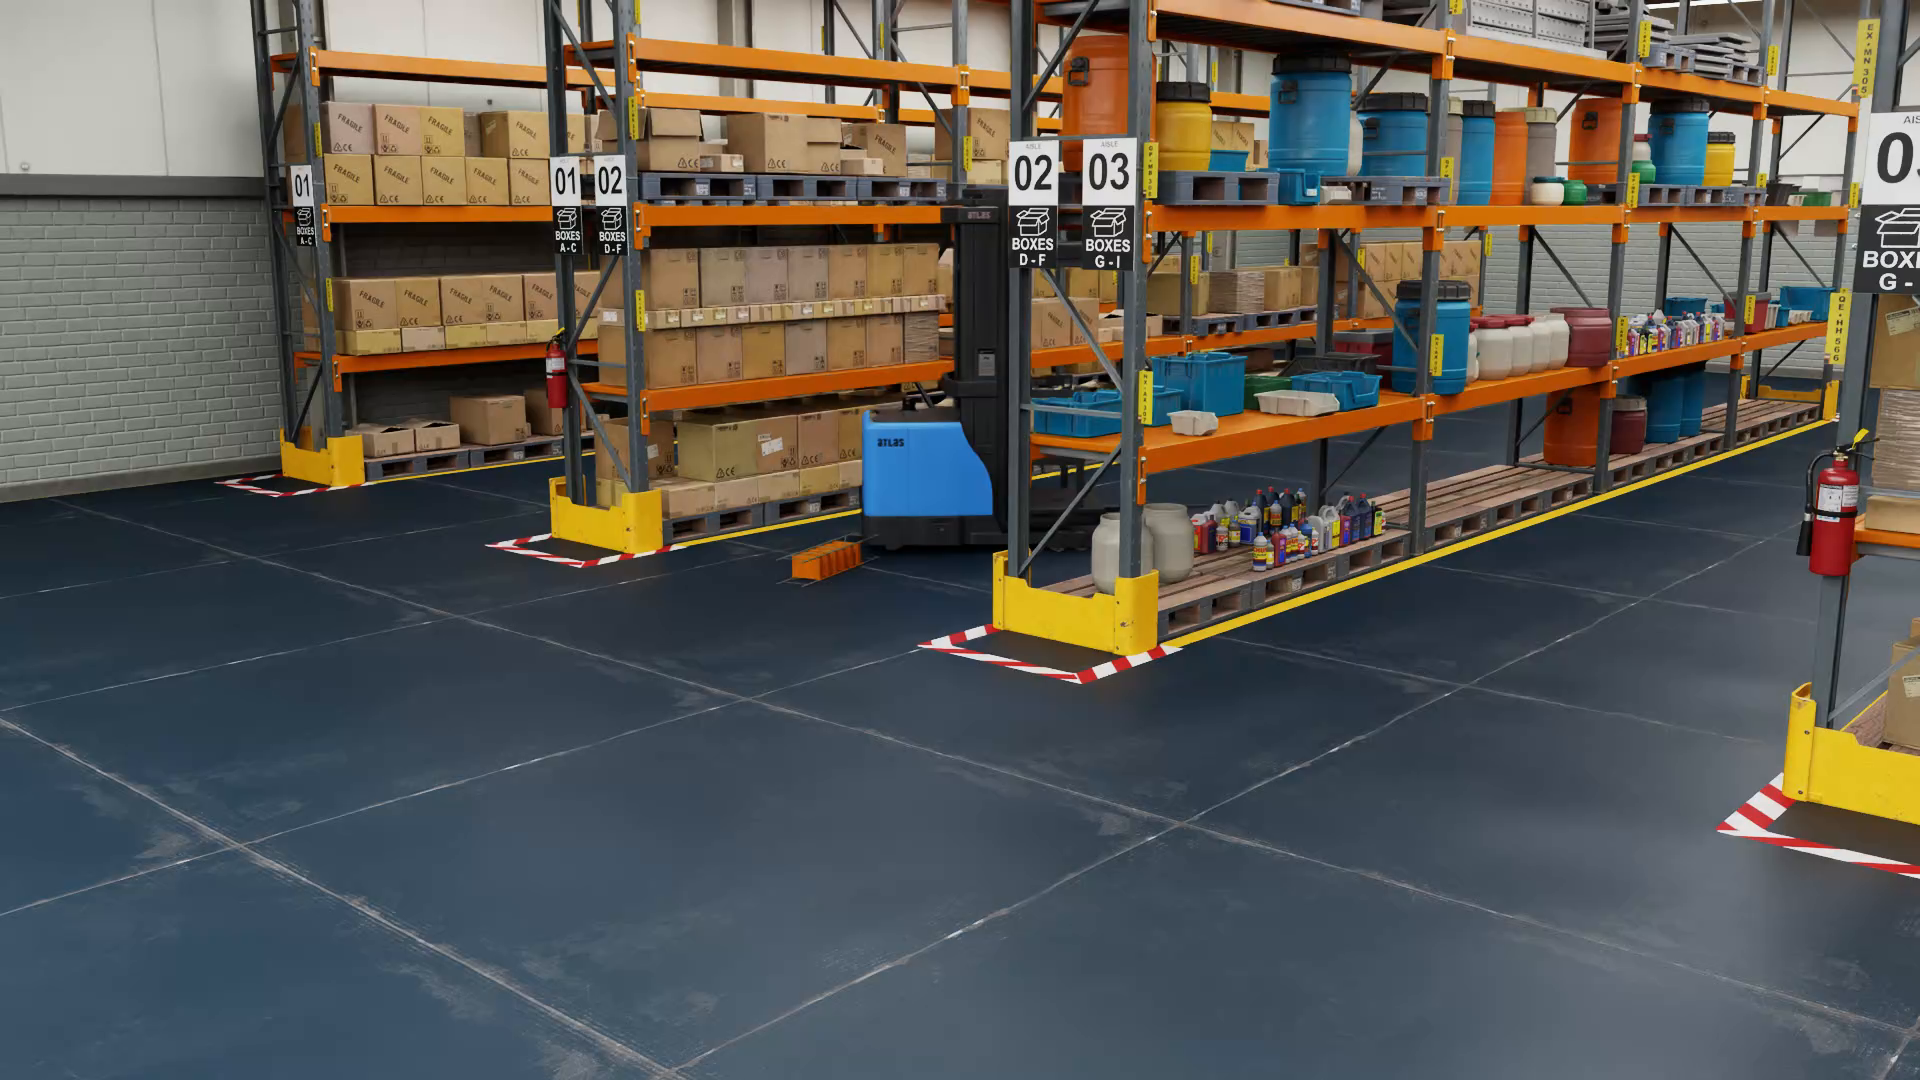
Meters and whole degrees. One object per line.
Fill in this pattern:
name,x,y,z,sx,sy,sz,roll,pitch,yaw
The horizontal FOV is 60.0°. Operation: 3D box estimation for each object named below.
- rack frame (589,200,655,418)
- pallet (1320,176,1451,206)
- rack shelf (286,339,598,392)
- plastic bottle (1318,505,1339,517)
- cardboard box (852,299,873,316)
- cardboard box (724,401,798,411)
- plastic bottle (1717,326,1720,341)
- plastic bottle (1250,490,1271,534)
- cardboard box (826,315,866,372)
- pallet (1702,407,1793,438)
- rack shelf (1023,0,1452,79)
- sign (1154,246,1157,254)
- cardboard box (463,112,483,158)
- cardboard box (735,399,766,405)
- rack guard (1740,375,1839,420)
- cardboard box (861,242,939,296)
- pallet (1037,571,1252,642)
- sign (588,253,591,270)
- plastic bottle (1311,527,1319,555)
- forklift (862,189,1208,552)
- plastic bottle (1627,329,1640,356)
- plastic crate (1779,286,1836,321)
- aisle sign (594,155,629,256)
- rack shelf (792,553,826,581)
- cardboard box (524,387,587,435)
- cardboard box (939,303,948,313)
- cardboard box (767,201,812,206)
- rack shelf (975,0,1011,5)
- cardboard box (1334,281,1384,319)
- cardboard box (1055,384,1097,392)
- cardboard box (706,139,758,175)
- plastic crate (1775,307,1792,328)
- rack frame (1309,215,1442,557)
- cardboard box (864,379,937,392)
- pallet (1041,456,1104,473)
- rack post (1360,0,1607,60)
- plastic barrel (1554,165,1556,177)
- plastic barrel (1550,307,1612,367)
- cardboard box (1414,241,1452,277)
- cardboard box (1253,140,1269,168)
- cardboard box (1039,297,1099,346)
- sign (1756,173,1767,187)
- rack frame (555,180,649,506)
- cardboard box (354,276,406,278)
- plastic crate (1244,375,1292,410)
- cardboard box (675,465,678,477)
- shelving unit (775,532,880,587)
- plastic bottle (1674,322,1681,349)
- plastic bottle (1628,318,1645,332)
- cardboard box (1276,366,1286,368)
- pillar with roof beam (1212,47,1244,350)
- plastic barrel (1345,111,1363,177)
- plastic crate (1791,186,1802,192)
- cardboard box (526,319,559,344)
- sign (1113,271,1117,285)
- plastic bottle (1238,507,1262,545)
rack frame,-4.068,-2.685,19.994,1.000,3.000,0.127,10,15,40
pallet,2.971,-2.663,12.711,1.213,0.211,1.003,10,15,40
rack shelf,-5.388,-2.038,18.591,1.077,0.370,4.000,10,15,40
plastic bottle,2.910,-0.139,13.080,0.152,0.276,0.135,10,15,40
cardboard box,-1.036,-2.195,15.630,0.380,0.149,0.250,10,15,40
cardboard box,-1.875,-1.021,15.700,0.500,0.500,0.500,10,15,40
plastic bottle,8.581,-2.363,18.891,0.097,0.201,0.097,0,11,0
plastic bottle,2.405,-0.228,13.333,0.144,0.351,0.185,9,14,38
cardboard box,-1.310,-1.876,15.690,0.700,0.500,0.500,10,15,41
pallet,9.916,-1.507,21.217,1.003,0.211,1.213,10,15,40
rack shelf,2.053,-3.503,11.630,1.077,0.370,4.000,10,15,40
sign,3.440,-4.986,29.105,0.100,0.325,0.005,10,15,40
cardboard box,-5.589,-4.438,18.255,0.500,0.500,0.500,10,15,40
cardboard box,-2.924,-1.937,21.512,0.700,0.500,0.500,10,15,41
rack guard,11.301,-1.949,22.692,1.175,0.500,0.348,10,15,40
cardboard box,-0.633,-2.664,16.323,0.700,0.500,0.500,10,15,41
pallet,1.288,0.416,11.589,1.003,0.211,1.213,10,15,40
sign,-4.487,-3.324,20.237,0.100,0.325,0.005,10,15,40
plastic bottle,2.658,0.005,12.550,0.097,0.201,0.097,0,11,0
forklift,0.687,-1.443,13.953,3.031,2.935,1.130,-1,11,-4
plastic bottle,6.848,-2.021,16.990,0.152,0.276,0.135,10,15,40
plastic crate,11.214,-3.143,22.044,0.616,0.435,0.499,10,15,40
aisle sign,-2.798,-2.682,13.343,0.394,0.787,0.004,10,15,40
rack shelf,-1.156,0.201,12.710,0.258,0.180,0.103,5,12,25
cardboard box,-4.723,-1.517,19.406,0.500,0.500,0.500,8,14,36
cardboard box,-0.386,-3.335,23.839,0.380,0.149,0.250,10,15,42
cardboard box,-2.353,-4.626,21.740,0.637,0.503,0.797,-10,15,-40
rack shelf,-0.108,-7.786,23.571,1.077,0.370,4.000,10,15,40
cardboard box,5.477,-3.311,22.873,0.500,0.500,0.500,10,15,42
cardboard box,1.389,-1.648,19.322,0.500,0.311,0.500,9,15,39
cardboard box,-2.056,-3.443,14.933,0.500,0.311,0.500,-10,15,-41
plastic crate,10.132,-2.781,20.752,0.416,0.233,0.300,10,15,40
rack frame,3.374,-1.404,13.581,1.000,3.000,0.127,10,15,40
cardboard box,-0.844,-2.516,23.567,0.750,0.750,0.750,10,15,40
pallet,0.918,-0.971,18.534,1.003,0.211,1.213,10,15,40
rack post,4.609,-4.745,14.480,1.013,1.000,3.121,10,15,40
plastic barrel,5.579,-3.512,16.192,0.421,0.512,0.421,0,11,0
plastic barrel,5.935,-1.952,15.976,0.600,0.536,0.708,10,15,40
cardboard box,6.818,-4.097,24.259,0.500,0.500,0.500,10,15,42
cardboard box,3.670,-4.736,21.021,0.600,0.600,0.600,9,14,38
cardboard box,1.200,-2.433,18.480,0.500,0.500,0.500,9,14,37
sign,9.066,-3.985,18.822,0.100,0.325,0.005,10,15,40
rack frame,-2.985,-1.456,13.844,1.000,3.000,0.127,10,15,40
cardboard box,-6.217,-2.570,17.836,0.500,0.500,0.500,10,15,41
plastic crate,2.266,-1.137,12.785,0.450,0.188,0.662,10,15,40
cardboard box,-2.532,-0.506,15.034,0.500,0.250,0.500,10,15,40
shelving unit,-1.019,0.145,12.989,0.258,0.189,1.200,5,12,25
plastic bottle,7.703,-2.202,17.875,0.061,0.283,0.133,10,15,40
plastic bottle,7.566,-2.345,18.611,0.152,0.276,0.135,10,15,40
cardboard box,4.493,-2.030,21.977,0.500,0.500,0.500,10,15,41
pillar with roof beam,8.219,-7.345,28.008,9.100,9.000,0.548,10,15,40
plastic barrel,2.942,-3.098,13.045,0.421,0.512,0.421,0,11,0
plastic crate,10.831,-4.556,22.036,0.497,0.269,0.590,10,15,40
cardboard box,-4.809,-2.364,18.720,0.500,0.250,0.500,10,15,40
sign,1.882,-3.231,19.976,0.100,0.325,0.005,10,15,40
plastic bottle,2.252,-0.113,12.949,0.152,0.276,0.135,10,15,40
